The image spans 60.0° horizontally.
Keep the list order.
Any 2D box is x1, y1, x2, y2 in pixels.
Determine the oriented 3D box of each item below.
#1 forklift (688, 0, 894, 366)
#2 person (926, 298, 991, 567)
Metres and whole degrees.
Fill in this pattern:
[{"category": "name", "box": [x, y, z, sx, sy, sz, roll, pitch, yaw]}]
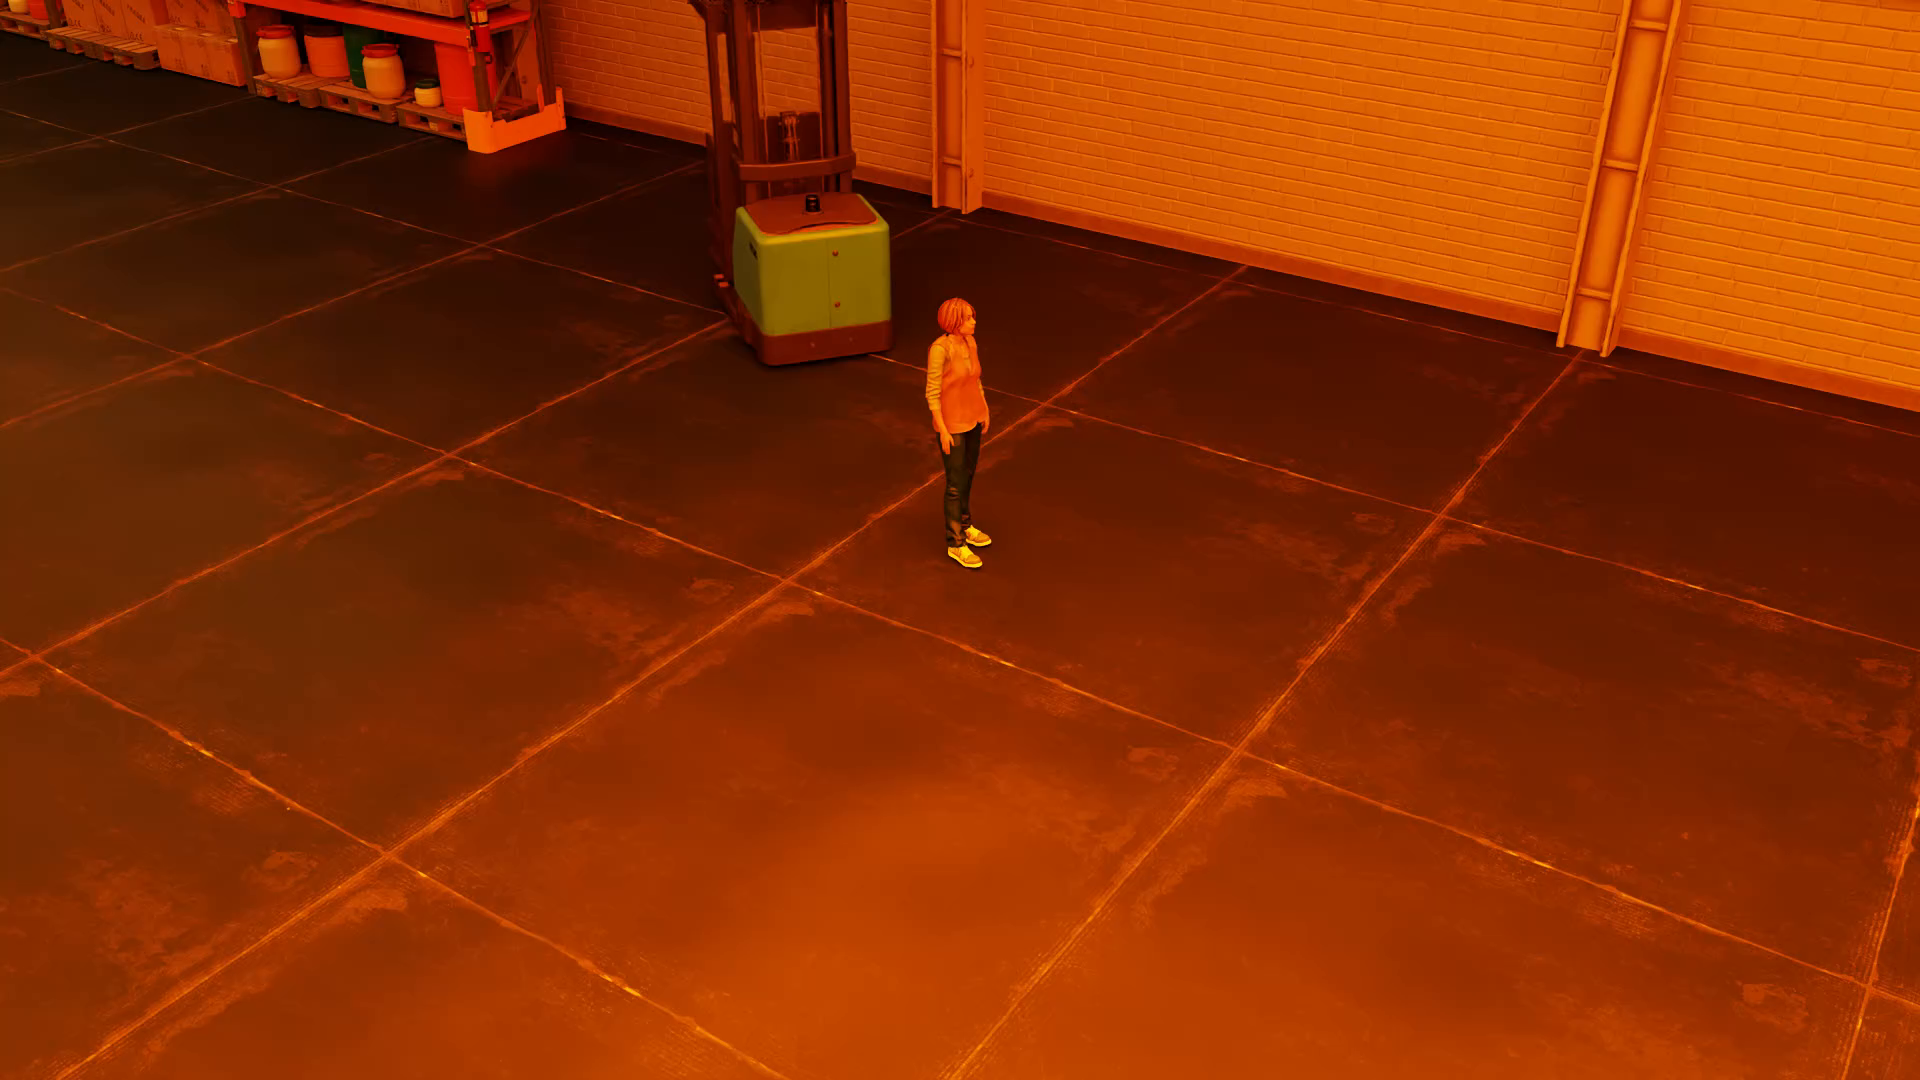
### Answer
[{"category": "forklift", "box": [-1.480, -3.320, 13.298, 1.130, 2.935, 3.031, -10, 32, -17]}, {"category": "person", "box": [0.053, -0.670, 10.050, 0.475, 1.596, 0.520, 19, 35, 29]}]
